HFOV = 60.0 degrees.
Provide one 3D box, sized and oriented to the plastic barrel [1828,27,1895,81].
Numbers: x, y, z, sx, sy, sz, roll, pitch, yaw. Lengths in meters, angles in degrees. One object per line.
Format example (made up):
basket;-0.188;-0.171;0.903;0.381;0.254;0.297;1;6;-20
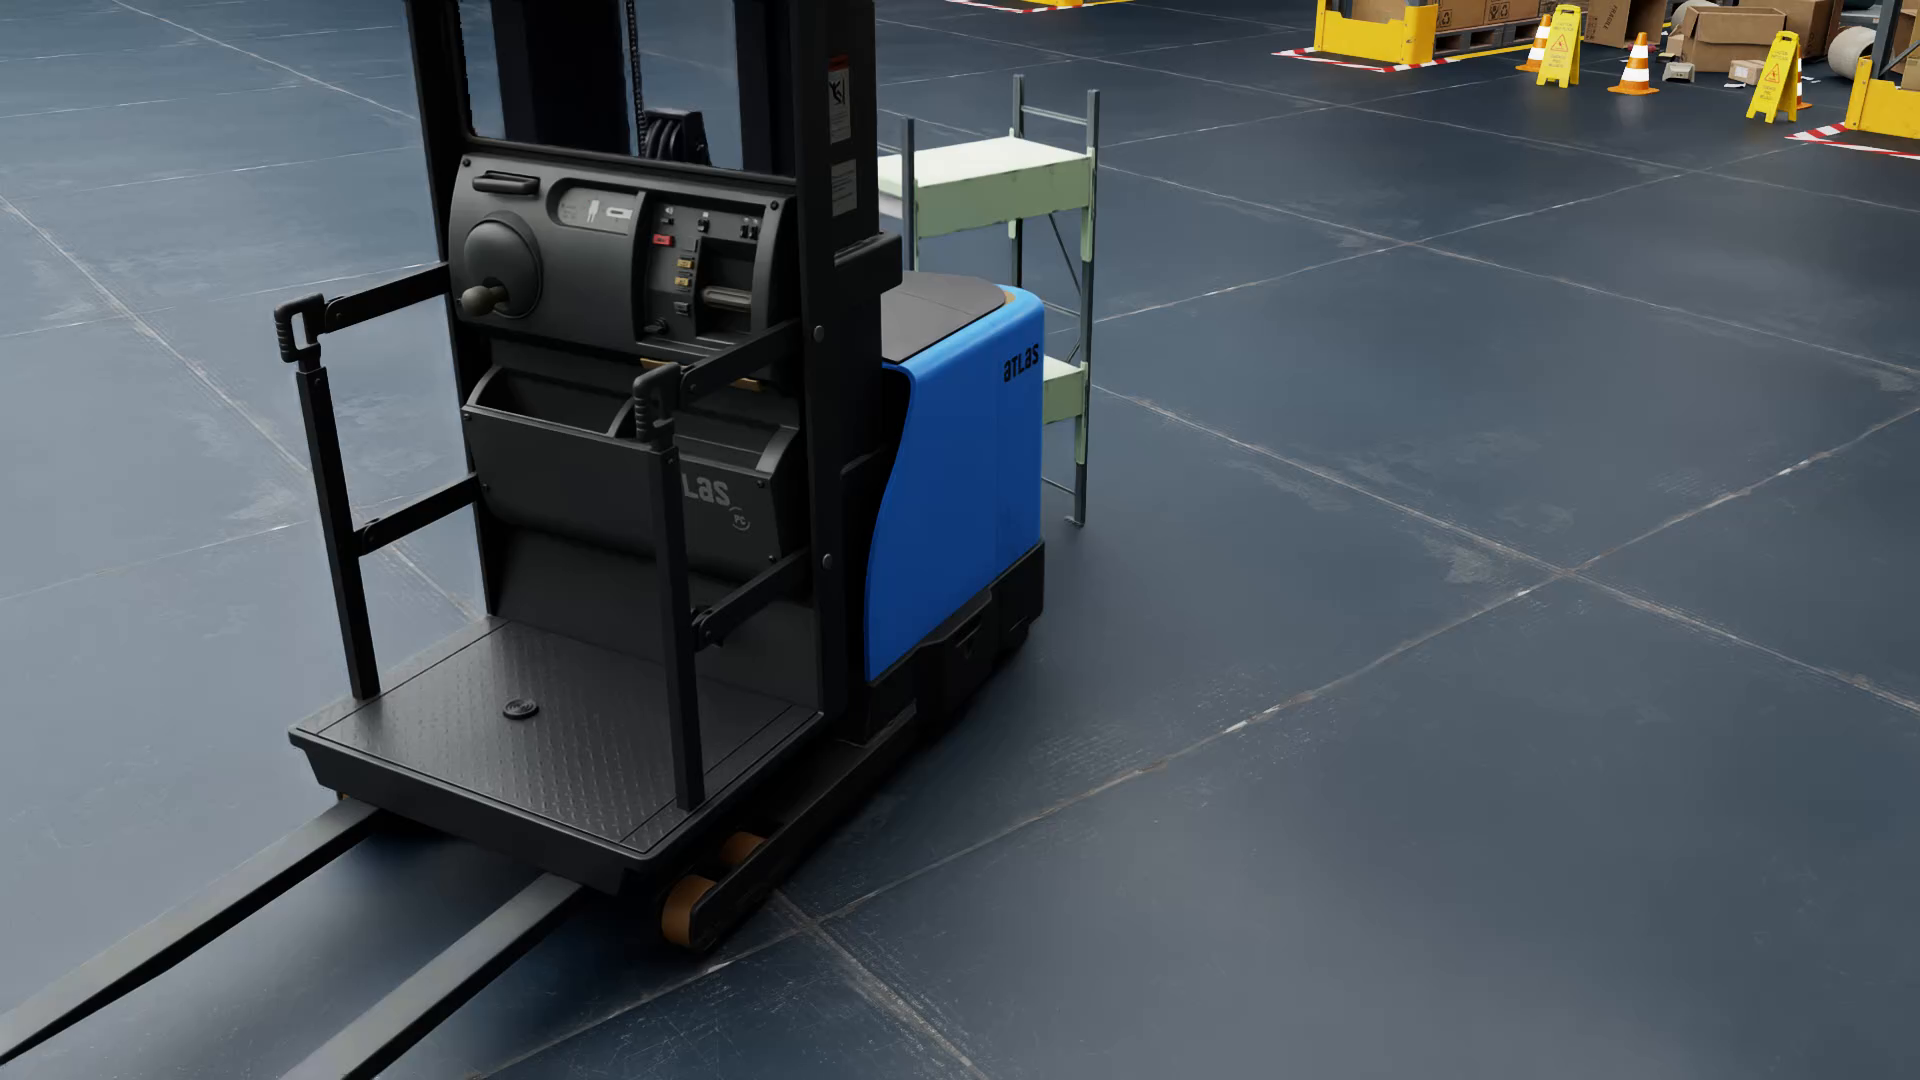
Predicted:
plastic barrel;7.668;-4.125;14.135;0.421;0.421;0.512;1;25;2

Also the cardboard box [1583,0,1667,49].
cardboard box;6.402;-5.032;15.996;0.500;0.500;0.500;-13;28;-25

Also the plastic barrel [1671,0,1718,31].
plastic barrel;7.044;-4.937;15.884;0.421;0.421;0.512;1;25;2

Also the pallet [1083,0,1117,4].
pallet;1.583;-6.493;19.489;1.213;0.211;1.003;-18;31;-34

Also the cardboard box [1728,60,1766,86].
cardboard box;6.761;-3.972;14.131;0.250;0.149;0.380;-3;25;-7

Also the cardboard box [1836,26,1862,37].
cardboard box;8.159;-4.554;15.247;0.258;0.266;0.396;5;25;11

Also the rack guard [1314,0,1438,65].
rack guard;3.824;-4.729;15.346;0.348;0.500;1.175;-18;31;-34

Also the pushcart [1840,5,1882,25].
pushcart;8.678;-4.847;15.746;1.648;0.377;0.936;15;29;29

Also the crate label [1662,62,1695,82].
crate label;6.147;-4.000;14.207;0.250;0.136;0.298;10;27;20

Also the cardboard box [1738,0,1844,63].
cardboard box;7.527;-4.725;15.173;0.503;0.637;0.797;-18;31;-34

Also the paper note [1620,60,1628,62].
paper note;6.091;-4.356;15.101;0.142;0.017;0.144;-8;26;-16

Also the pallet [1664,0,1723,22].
pallet;7.551;-5.869;18.144;1.213;0.211;1.003;-18;31;-34

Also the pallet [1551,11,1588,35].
pallet;6.344;-5.472;17.289;1.213;0.211;1.003;-18;31;-34

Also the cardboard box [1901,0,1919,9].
cardboard box;9.002;-5.086;15.216;0.500;0.500;0.500;-18;31;-34

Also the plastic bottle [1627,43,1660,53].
plastic bottle;6.452;-4.636;15.667;0.283;0.061;0.133;15;29;29

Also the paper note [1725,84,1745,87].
paper note;6.492;-3.814;13.931;0.148;0.019;0.142;15;29;29

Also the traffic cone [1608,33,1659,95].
traffic cone;5.567;-3.923;13.654;0.334;0.463;0.336;-18;31;-34

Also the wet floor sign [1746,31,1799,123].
wet floor sign;6.167;-3.493;12.509;0.232;0.644;0.267;-8;26;-16

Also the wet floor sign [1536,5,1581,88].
wet floor sign;5.042;-4.138;13.899;0.267;0.644;0.232;21;32;37

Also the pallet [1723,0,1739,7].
pallet;8.512;-6.187;18.831;1.213;0.211;1.003;-18;31;-34

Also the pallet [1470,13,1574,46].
pallet;5.383;-5.153;16.602;1.213;0.211;1.003;-18;31;-34

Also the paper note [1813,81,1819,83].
paper note;7.278;-3.898;14.136;0.123;0.001;0.032;-18;31;-34

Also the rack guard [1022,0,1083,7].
rack guard;0.921;-6.424;18.999;0.348;0.500;1.175;-18;31;-34

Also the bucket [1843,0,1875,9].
bucket;8.306;-5.314;15.719;0.620;0.611;0.726;2;23;-21

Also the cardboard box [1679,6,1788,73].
cardboard box;6.797;-4.418;14.672;0.797;0.503;0.637;5;25;11

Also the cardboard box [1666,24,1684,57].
cardboard box;6.774;-4.611;15.371;0.258;0.266;0.396;-13;28;-25

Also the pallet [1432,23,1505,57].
pallet;4.424;-4.838;15.923;1.213;0.211;1.003;-18;31;-34

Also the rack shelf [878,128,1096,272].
rack shelf;0.022;-1.054;5.313;0.720;0.370;0.431;-18;31;-34

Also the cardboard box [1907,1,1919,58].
cardboard box;7.446;-3.833;12.323;0.500;0.500;0.500;-18;30;-34

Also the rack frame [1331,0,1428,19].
rack frame;3.843;-5.869;14.833;0.127;3.000;1.000;-18;31;-34

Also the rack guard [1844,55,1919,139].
rack guard;7.036;-3.141;11.925;0.348;0.500;1.175;-18;31;-34

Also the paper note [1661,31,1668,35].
paper note;7.020;-5.087;16.674;0.147;0.020;0.142;5;25;11

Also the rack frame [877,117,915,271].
rack frame;-0.266;-0.605;5.272;0.023;1.500;0.400;-18;31;-34

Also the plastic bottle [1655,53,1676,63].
plastic bottle;6.435;-4.396;15.149;0.133;0.061;0.283;15;29;29

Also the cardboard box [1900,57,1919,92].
cardboard box;7.466;-3.504;12.504;0.500;0.250;0.500;-18;31;-34

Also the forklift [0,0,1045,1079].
forklift;-0.895;-0.621;3.607;1.130;2.935;3.031;13;28;26

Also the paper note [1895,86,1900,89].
paper note;7.780;-3.781;13.860;0.142;0.019;0.148;15;29;29

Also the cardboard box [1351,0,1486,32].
cardboard box;4.336;-5.294;15.618;0.875;0.875;0.875;-18;30;-34

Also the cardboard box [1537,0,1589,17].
cardboard box;5.745;-5.759;16.621;0.875;0.875;0.875;-18;30;-34

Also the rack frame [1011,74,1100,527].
rack frame;0.309;-0.796;5.683;0.023;1.500;0.400;-18;31;-34

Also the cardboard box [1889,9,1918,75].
cardboard box;8.442;-4.334;14.492;0.500;0.500;0.500;1;25;2

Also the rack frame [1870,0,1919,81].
rack frame;6.977;-4.255;11.356;0.127;3.000;1.000;-18;31;-34

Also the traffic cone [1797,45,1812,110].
traffic cone;6.519;-3.644;13.052;0.334;0.463;0.336;-18;31;-34

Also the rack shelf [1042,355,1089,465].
rack shelf;0.022;-0.405;5.614;0.720;0.370;0.431;-18;31;-34

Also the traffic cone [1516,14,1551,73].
traffic cone;5.137;-4.386;14.651;0.334;0.463;0.336;-18;31;-34

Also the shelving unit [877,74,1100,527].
shelving unit;0.022;-0.700;5.477;0.755;1.500;0.431;-18;31;-34

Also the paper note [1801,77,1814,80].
paper note;7.253;-3.979;14.302;0.142;0.019;0.148;-8;26;-16

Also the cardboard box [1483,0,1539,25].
cardboard box;5.027;-5.523;16.112;0.875;0.875;0.875;-19;31;-35
